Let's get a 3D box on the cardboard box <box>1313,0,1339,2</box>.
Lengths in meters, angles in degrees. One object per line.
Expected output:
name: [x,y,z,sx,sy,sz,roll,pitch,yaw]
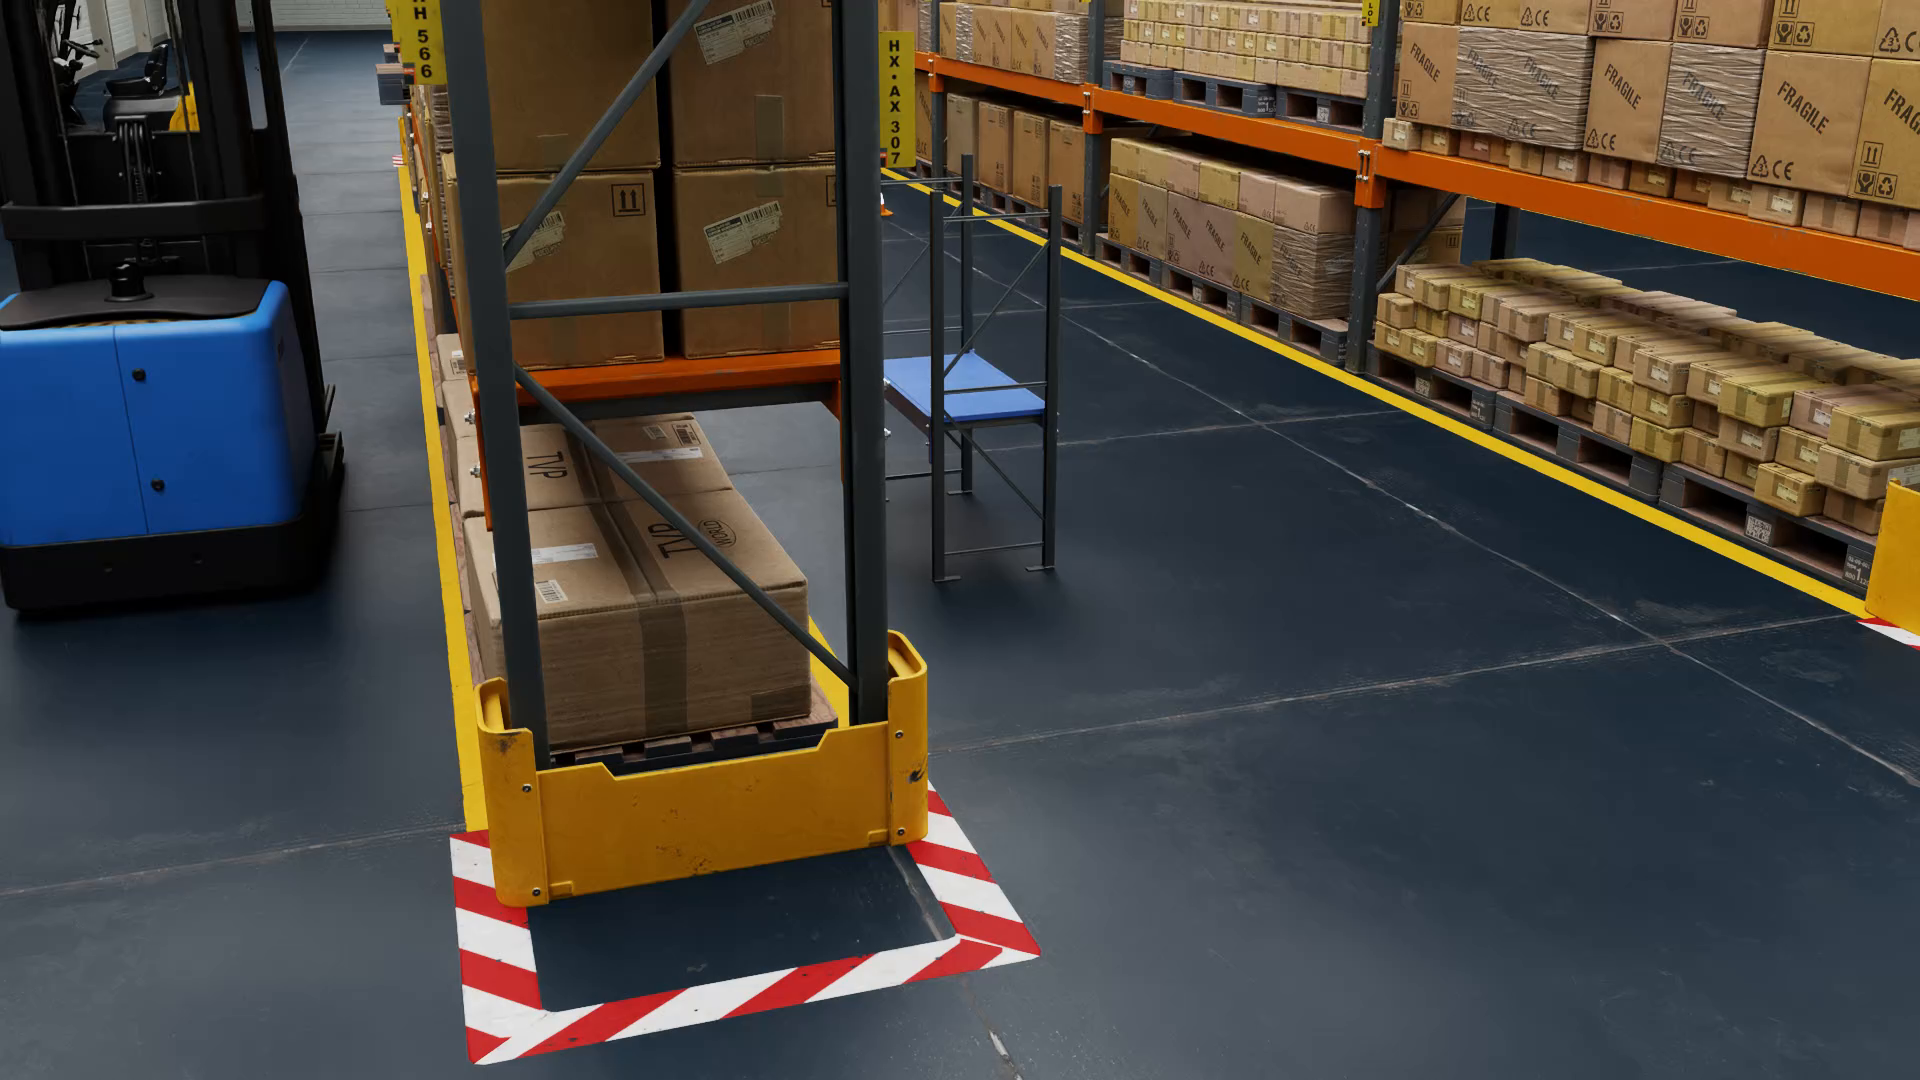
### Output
cardboard box: [4.489,-6.139,18.983,0.875,0.500,0.500,-6,21,-17]

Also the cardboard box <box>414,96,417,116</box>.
cardboard box: [-3.109,-2.733,10.311,0.500,0.250,0.500,-7,21,-19]

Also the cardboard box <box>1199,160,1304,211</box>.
cardboard box: [1.920,-2.346,10.978,0.500,0.250,0.500,-7,21,-20]

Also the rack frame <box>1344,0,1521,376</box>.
rack frame: [2.722,-2.425,9.232,1.000,3.000,0.127,-6,21,-17]

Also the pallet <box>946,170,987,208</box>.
pallet: [0.522,-3.441,16.183,1.003,0.211,1.213,-6,21,-17]

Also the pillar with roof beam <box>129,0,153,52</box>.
pillar with roof beam: [-14.521,-15.853,37.740,9.100,9.000,0.400,-6,21,-17]

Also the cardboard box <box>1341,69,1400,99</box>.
cardboard box: [2.410,-2.611,9.499,0.380,0.149,0.250,-7,21,-18]

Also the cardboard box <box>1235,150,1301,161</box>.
cardboard box: [2.243,-2.566,11.590,0.500,0.250,0.500,-6,21,-16]

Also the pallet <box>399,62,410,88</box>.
pallet: [-3.863,-3.691,13.040,1.003,0.211,1.213,-6,21,-17]

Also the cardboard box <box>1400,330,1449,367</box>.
cardboard box: [2.615,-1.045,8.984,0.380,0.149,0.250,-6,21,-16]

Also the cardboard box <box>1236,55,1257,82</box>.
cardboard box: [1.997,-3.029,10.662,0.380,0.149,0.250,-5,20,-15]

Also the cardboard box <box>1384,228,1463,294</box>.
cardboard box: [2.742,-1.712,10.322,0.500,0.500,0.500,-6,20,-15]

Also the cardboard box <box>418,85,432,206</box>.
cardboard box: [-2.046,-1.736,7.163,0.500,0.500,0.500,-6,21,-15]

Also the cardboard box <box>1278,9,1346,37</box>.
cardboard box: [2.163,-3.146,10.109,0.380,0.149,0.250,-6,21,-17]

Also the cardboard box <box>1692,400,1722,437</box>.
cardboard box: [3.391,-0.540,7.140,0.380,0.149,0.250,-7,21,-18]

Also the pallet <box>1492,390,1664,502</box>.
pallet: [3.354,-0.509,8.021,1.003,0.211,1.213,-6,21,-17]

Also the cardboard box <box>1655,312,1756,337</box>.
cardboard box: [3.535,-0.973,7.903,0.380,0.149,0.250,-6,21,-17]

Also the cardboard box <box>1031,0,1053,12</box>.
cardboard box: [1.010,-4.698,13.933,0.700,0.500,0.500,-7,21,-18]

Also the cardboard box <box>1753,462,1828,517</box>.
cardboard box: [3.439,-0.216,6.677,0.380,0.149,0.250,-6,21,-16]

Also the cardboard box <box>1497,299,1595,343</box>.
cardboard box: [2.897,-1.086,8.220,0.380,0.149,0.250,-6,21,-16]

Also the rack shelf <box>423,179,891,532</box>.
rack shelf: [-1.316,-0.887,6.012,1.077,0.370,4.000,-6,21,-17]

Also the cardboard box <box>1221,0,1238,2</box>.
cardboard box: [2.131,-3.879,12.149,0.380,0.149,0.250,-7,21,-18]

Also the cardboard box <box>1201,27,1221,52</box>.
cardboard box: [1.833,-3.339,11.085,0.380,0.149,0.250,-7,21,-18]

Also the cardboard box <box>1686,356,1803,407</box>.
cardboard box: [3.325,-0.667,7.052,0.380,0.149,0.250,-7,21,-19]

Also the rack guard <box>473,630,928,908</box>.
rack guard: [-0.680,0.601,4.504,1.175,0.500,0.348,-6,21,-17]

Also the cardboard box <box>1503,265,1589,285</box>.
cardboard box: [3.199,-1.397,9.084,0.380,0.149,0.250,-6,21,-17]

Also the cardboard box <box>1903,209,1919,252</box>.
cardboard box: [3.609,-1.098,5.908,0.380,0.149,0.250,-6,21,-17]

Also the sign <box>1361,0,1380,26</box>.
sign: [2.197,-2.910,8.868,0.100,0.325,0.005,-6,21,-17]

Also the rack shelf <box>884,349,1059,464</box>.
rack shelf: [-0.027,-0.564,6.800,0.538,0.185,1.000,-6,21,-17]

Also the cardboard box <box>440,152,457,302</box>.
cardboard box: [-1.234,-0.920,4.892,0.500,0.500,0.500,-7,21,-18]

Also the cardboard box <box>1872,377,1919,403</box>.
cardboard box: [3.937,-0.558,6.747,0.380,0.149,0.250,-6,21,-16]

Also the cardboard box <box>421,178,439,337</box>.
cardboard box: [-2.507,-1.544,9.300,0.875,0.875,0.875,-6,21,-16]

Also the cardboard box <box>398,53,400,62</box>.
cardboard box: [-3.975,-3.633,12.344,0.380,0.149,0.250,-6,21,-16]

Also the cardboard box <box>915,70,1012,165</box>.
cardboard box: [0.077,-4.400,17.250,0.875,0.875,0.875,-6,21,-16]

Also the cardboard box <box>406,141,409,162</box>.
cardboard box: [-5.389,-3.995,17.047,0.500,0.250,0.500,-5,20,-14]

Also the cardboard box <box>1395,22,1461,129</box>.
cardboard box: [2.639,-2.427,8.647,0.500,0.500,0.500,-7,21,-18]

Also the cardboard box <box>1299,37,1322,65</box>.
cardboard box: [2.251,-2.916,9.907,0.380,0.149,0.250,-5,20,-15]

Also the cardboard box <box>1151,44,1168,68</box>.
cardboard box: [1.584,-3.451,11.837,0.380,0.149,0.250,-5,20,-14]

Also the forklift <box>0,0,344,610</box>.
forklift: [-3.380,-1.592,7.013,1.130,2.935,3.031,-6,21,-16]

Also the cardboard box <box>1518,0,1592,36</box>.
cardboard box: [2.939,-2.583,7.602,0.500,0.500,0.500,-6,21,-16]

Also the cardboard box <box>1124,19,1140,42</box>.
cardboard box: [1.426,-3.752,12.235,0.380,0.149,0.250,-5,20,-15]

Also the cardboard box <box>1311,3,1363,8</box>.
cardboard box: [2.540,-3.461,10.985,0.380,0.149,0.250,-6,21,-16]

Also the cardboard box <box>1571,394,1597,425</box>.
cardboard box: [3.133,-0.642,7.863,0.380,0.149,0.250,-6,21,-16]

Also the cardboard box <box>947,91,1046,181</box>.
cardboard box: [0.488,-3.942,16.160,1.050,0.750,0.750,-6,21,-17]

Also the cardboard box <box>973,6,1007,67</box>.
cardboard box: [0.432,-4.520,14.914,0.500,0.500,0.500,-6,21,-17]

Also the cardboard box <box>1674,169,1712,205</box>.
cardboard box: [3.288,-1.521,7.085,0.380,0.149,0.250,-7,21,-19]

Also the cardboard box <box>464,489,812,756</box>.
cardboard box: [-0.990,0.224,5.025,0.875,0.438,0.875,-7,21,-19]

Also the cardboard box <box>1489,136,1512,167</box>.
cardboard box: [2.866,-1.939,8.248,0.380,0.149,0.250,-7,21,-20]

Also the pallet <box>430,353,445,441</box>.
pallet: [-2.259,-0.794,8.815,1.003,0.211,1.213,-6,21,-17]

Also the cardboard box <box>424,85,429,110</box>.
cardboard box: [-1.566,-1.716,5.629,0.500,0.500,0.500,-7,21,-18]

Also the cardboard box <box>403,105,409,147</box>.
cardboard box: [-5.223,-4.179,16.450,0.500,0.500,0.500,-5,20,-14]

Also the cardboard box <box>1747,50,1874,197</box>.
cardboard box: [3.437,-1.611,6.378,0.500,0.500,0.500,-7,21,-18]

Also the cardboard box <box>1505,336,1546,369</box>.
cardboard box: [2.954,-0.947,8.272,0.380,0.149,0.250,-5,20,-15]

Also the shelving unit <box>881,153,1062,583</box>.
shelving unit: [-0.027,-0.733,6.739,0.538,1.500,1.048,-6,21,-17]

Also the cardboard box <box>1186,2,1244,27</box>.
cardboard box: [1.756,-3.563,11.268,0.380,0.149,0.250,-5,20,-15]

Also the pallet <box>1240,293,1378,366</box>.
pallet: [2.476,-1.363,10.398,1.003,0.211,1.213,-6,21,-17]

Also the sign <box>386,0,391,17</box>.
sign: [-3.715,-3.598,10.899,0.100,0.325,0.005,-6,21,-17]

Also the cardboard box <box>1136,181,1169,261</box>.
cardboard box: [1.607,-2.315,12.001,0.500,0.500,0.500,-6,21,-17]
